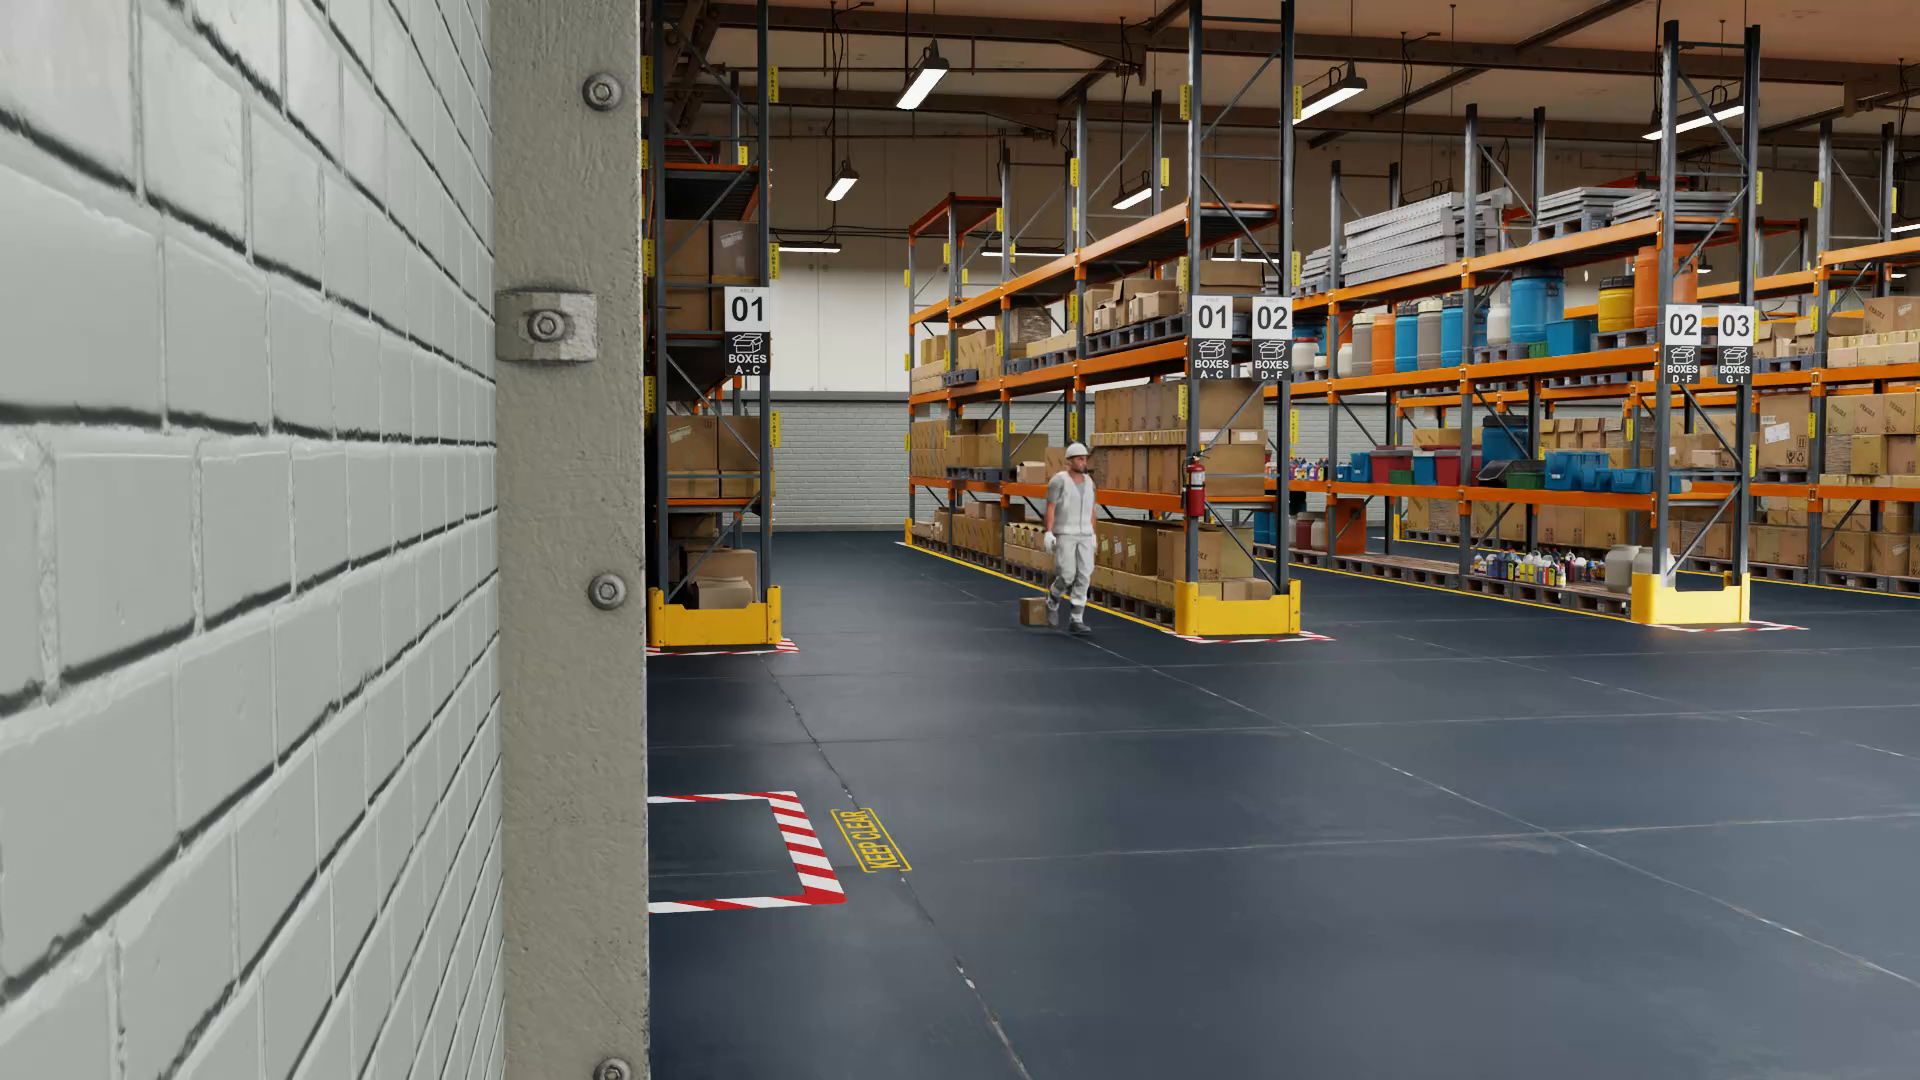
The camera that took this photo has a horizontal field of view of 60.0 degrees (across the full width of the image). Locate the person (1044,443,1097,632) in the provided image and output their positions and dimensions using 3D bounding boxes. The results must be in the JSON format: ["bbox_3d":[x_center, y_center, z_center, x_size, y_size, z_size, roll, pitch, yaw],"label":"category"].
[{"bbox_3d":[1.033,-0.024,15.698,0.585,1.779,0.502,-2,3,-29],"label":"person"}]
